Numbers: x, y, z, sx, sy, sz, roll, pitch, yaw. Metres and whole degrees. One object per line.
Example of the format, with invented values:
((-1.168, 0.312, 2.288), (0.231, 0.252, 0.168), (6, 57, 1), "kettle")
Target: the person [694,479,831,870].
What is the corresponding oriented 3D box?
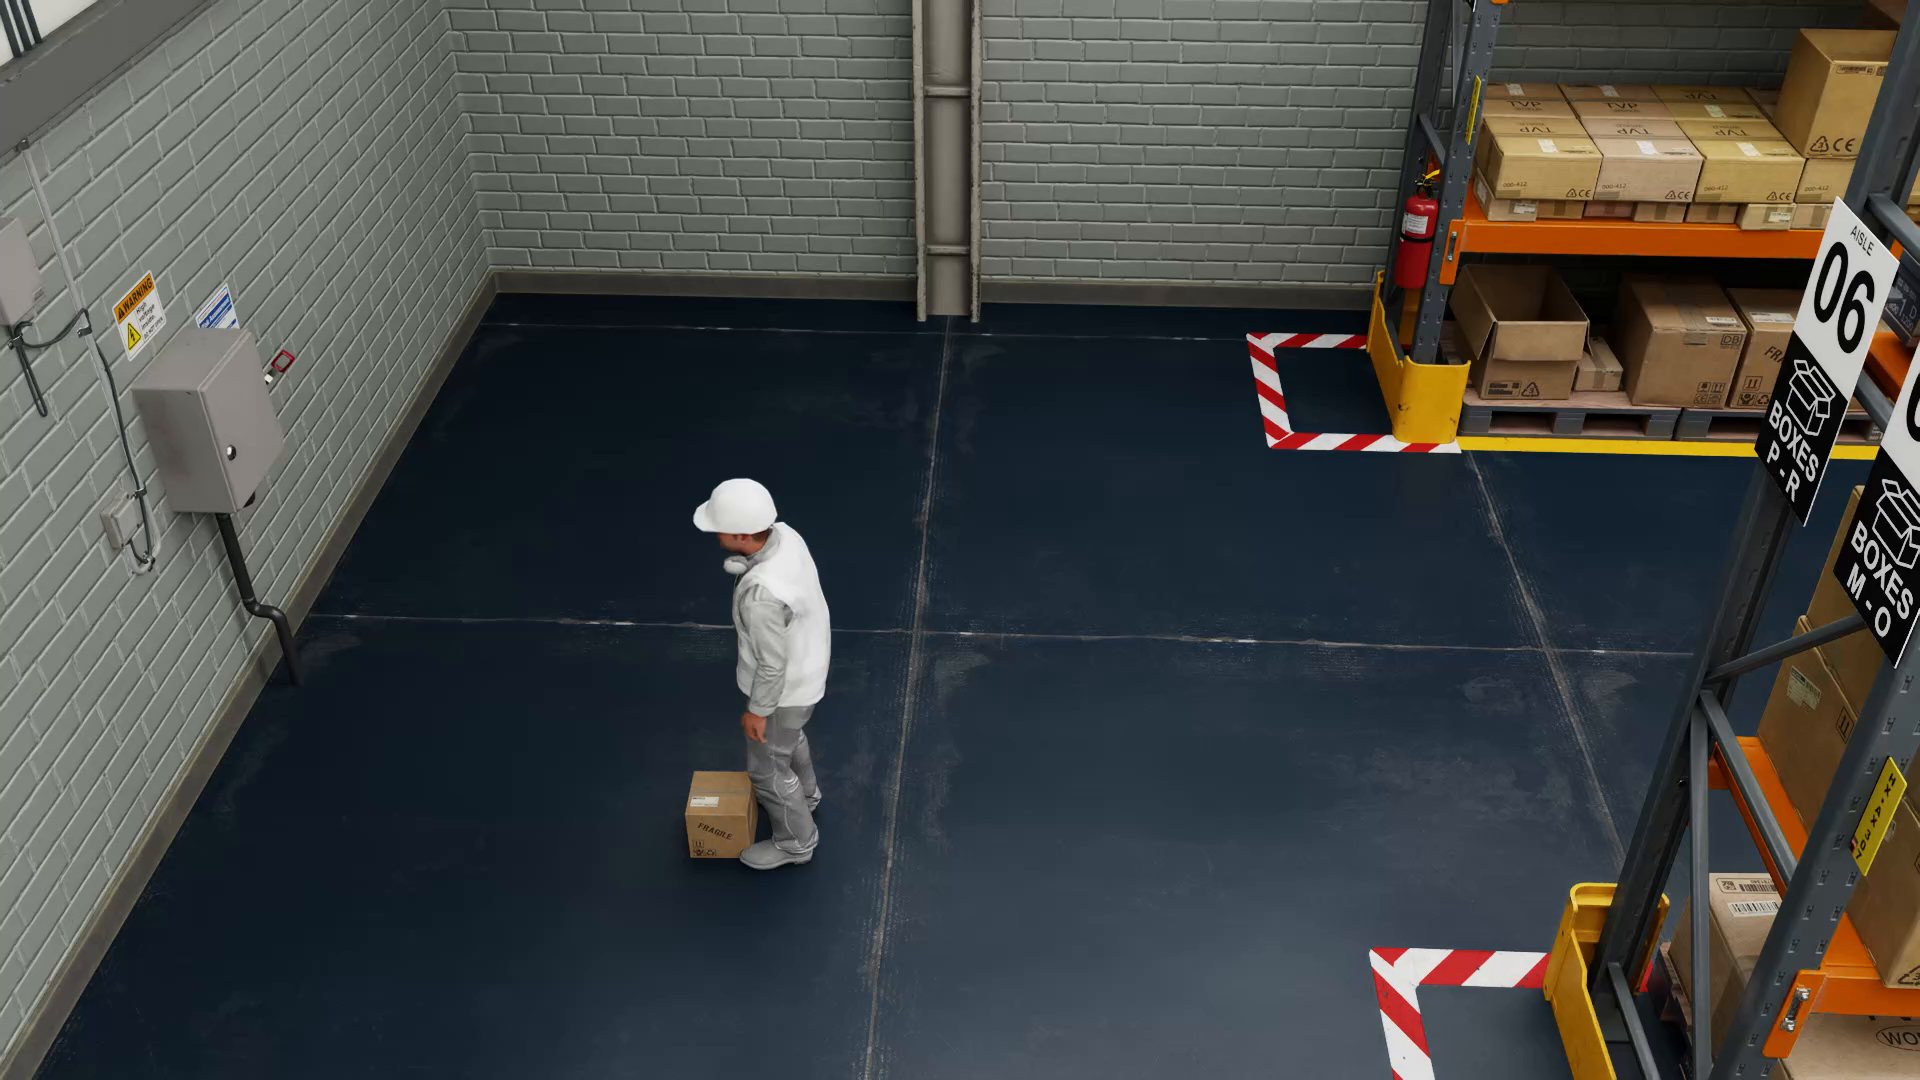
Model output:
((-0.719, 0.507, 6.382), (0.462, 1.772, 0.580), (1, 35, 2), "person")
